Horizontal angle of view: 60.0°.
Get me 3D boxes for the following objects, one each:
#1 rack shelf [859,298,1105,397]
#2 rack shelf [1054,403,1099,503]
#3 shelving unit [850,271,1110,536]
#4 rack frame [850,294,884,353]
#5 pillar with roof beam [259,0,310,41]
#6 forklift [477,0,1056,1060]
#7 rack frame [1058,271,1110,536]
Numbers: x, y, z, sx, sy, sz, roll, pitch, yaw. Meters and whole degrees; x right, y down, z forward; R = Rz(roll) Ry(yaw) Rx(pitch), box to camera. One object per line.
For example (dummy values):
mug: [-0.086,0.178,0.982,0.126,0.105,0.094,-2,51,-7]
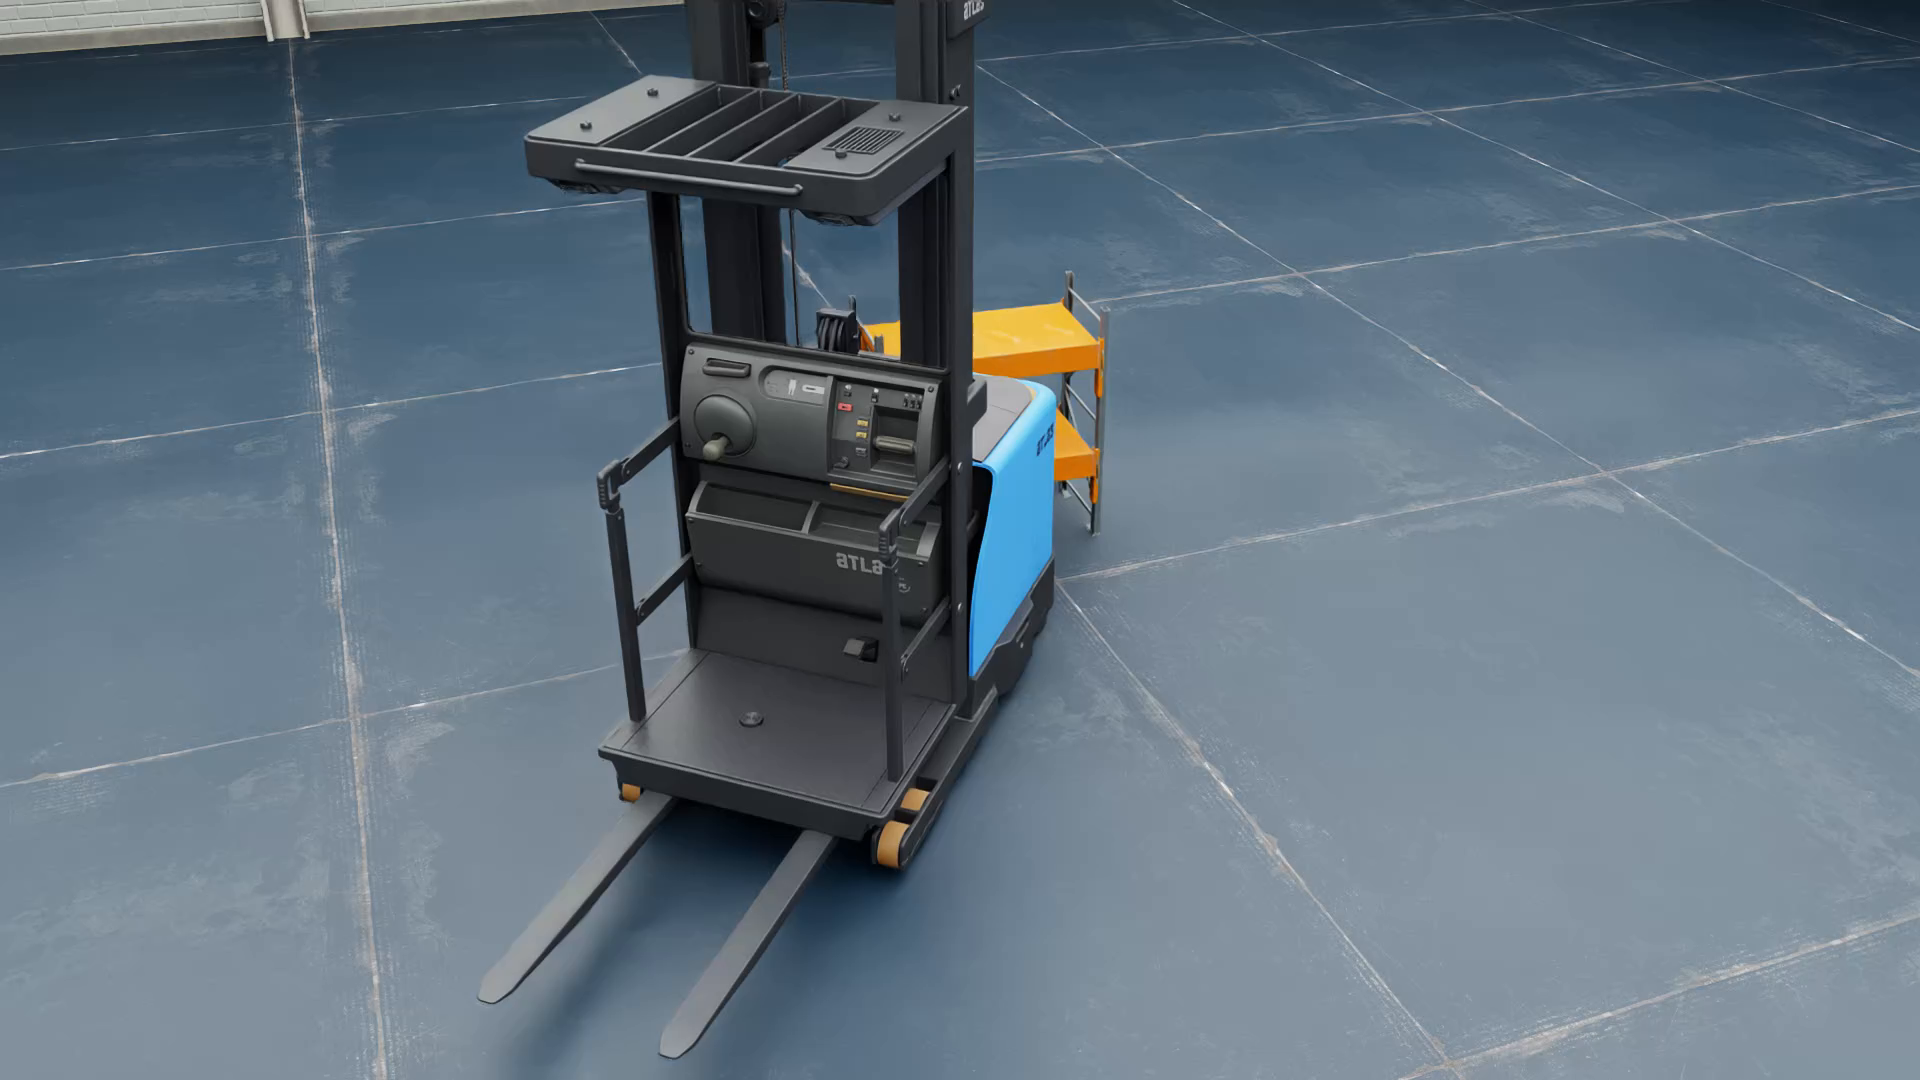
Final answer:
rack shelf: [0.082,-0.810,7.444,1.000,0.278,0.538,-8,31,-14]
rack shelf: [0.082,-0.343,7.710,1.000,0.278,0.538,-8,31,-14]
shelving unit: [0.082,-0.556,7.589,1.048,1.125,0.538,-8,31,-14]
rack frame: [-0.406,-0.484,7.463,0.032,1.125,0.500,-8,31,-14]
pillar with roof beam: [-5.180,-6.928,10.819,0.400,9.000,9.100,-10,31,-18]
forklift: [-0.589,-0.367,5.434,1.130,2.935,3.031,10,31,18]
rack frame: [0.569,-0.628,7.715,0.032,1.125,0.500,-8,31,-14]
